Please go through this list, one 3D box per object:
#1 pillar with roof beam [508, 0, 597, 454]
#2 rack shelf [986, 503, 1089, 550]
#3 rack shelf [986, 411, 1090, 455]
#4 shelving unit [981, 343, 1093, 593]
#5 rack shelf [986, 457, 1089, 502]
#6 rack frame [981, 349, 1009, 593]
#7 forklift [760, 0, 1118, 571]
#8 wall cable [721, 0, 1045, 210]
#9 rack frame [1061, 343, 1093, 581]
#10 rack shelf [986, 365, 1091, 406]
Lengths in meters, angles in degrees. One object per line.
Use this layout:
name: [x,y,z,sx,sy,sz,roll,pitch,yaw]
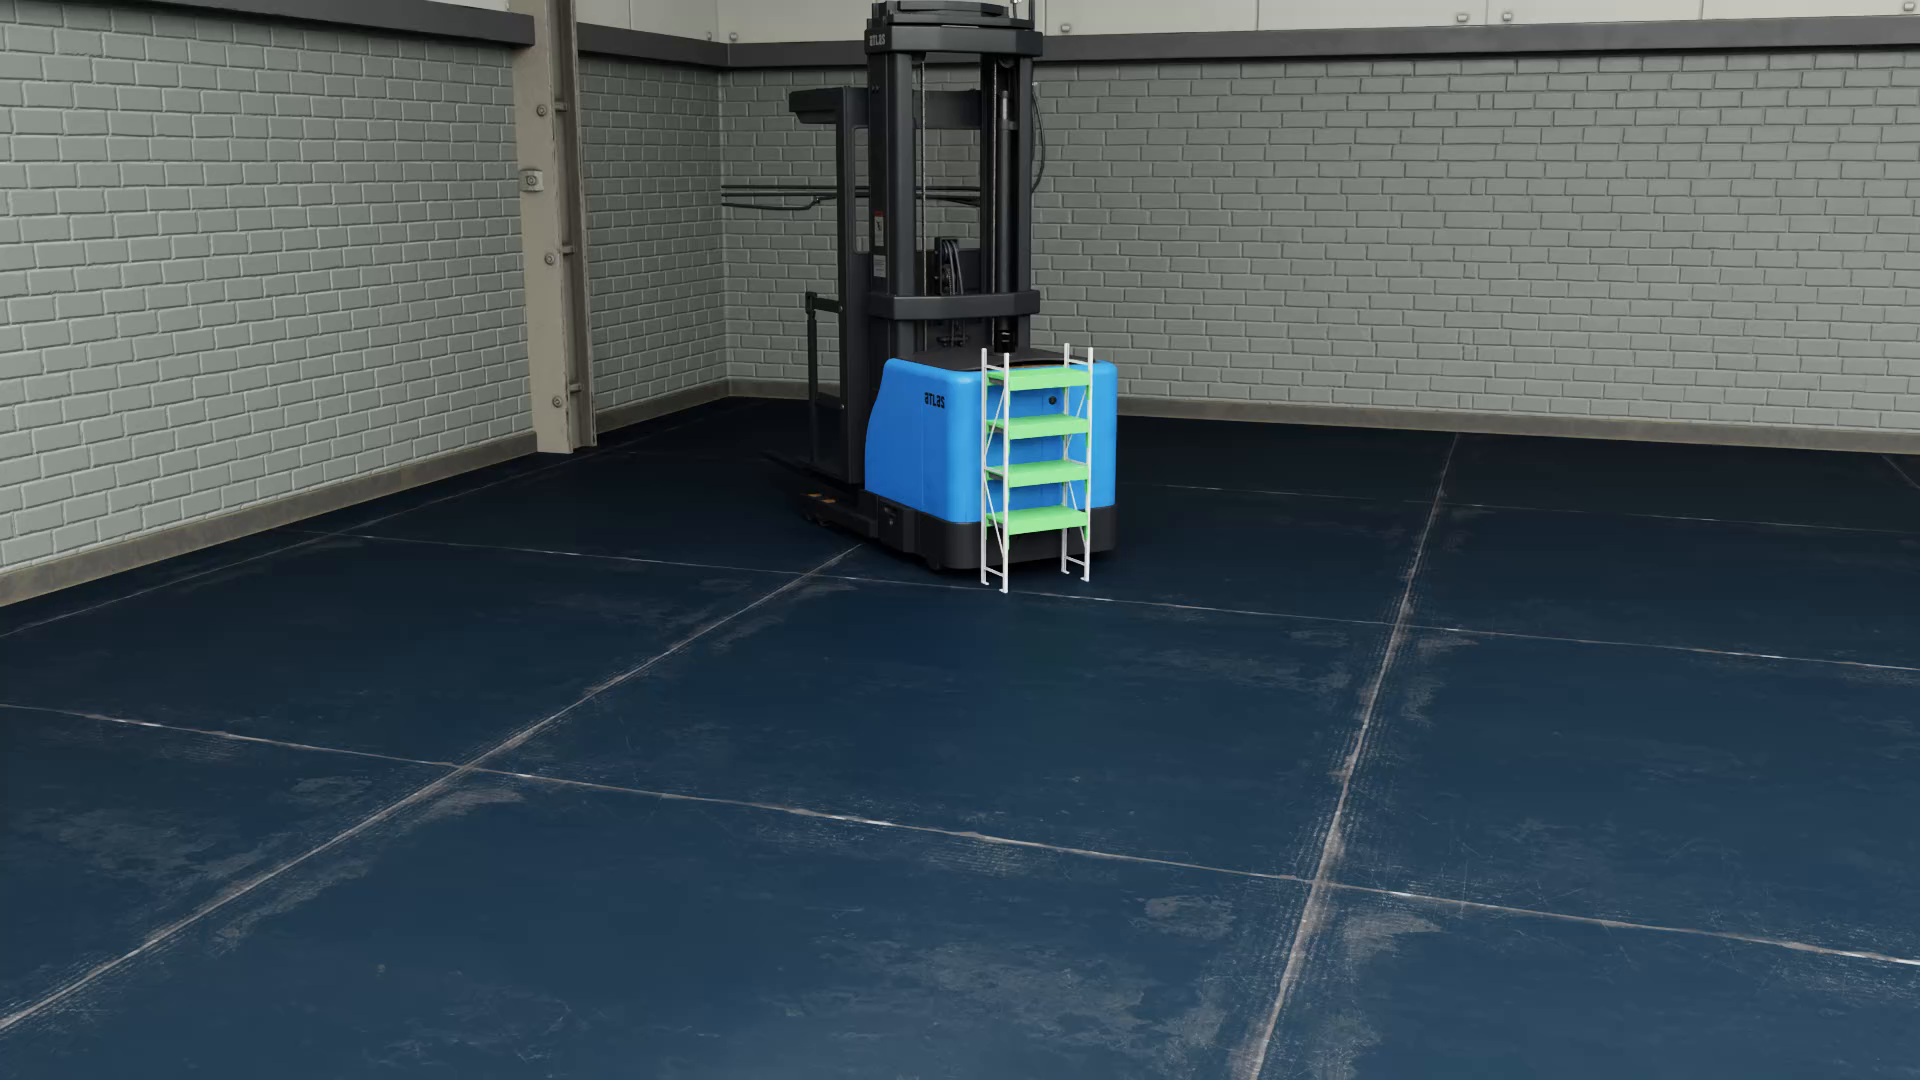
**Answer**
pillar with roof beam: [1.107,-4.768,10.156,9.100,9.000,0.400,4,14,18]
rack shelf: [0.385,-0.073,8.478,0.480,0.148,0.258,-7,15,-28]
rack shelf: [0.385,-0.541,8.371,0.480,0.148,0.258,-7,15,-28]
shelving unit: [0.385,-0.369,8.410,0.503,1.200,0.258,-7,15,-28]
rack shelf: [0.385,-0.307,8.424,0.480,0.148,0.258,-7,15,-28]
rack frame: [0.172,-0.343,8.294,0.015,1.200,0.240,-7,15,-28]
forklift: [-0.307,-1.552,9.699,1.130,2.935,3.031,-7,15,-28]
wall cable: [-0.762,-4.089,14.160,3.097,2.526,0.112,4,14,18]
rack frame: [0.598,-0.396,8.526,0.015,1.200,0.240,-7,15,-28]
rack shelf: [0.385,-0.775,8.318,0.480,0.148,0.258,-7,15,-28]
